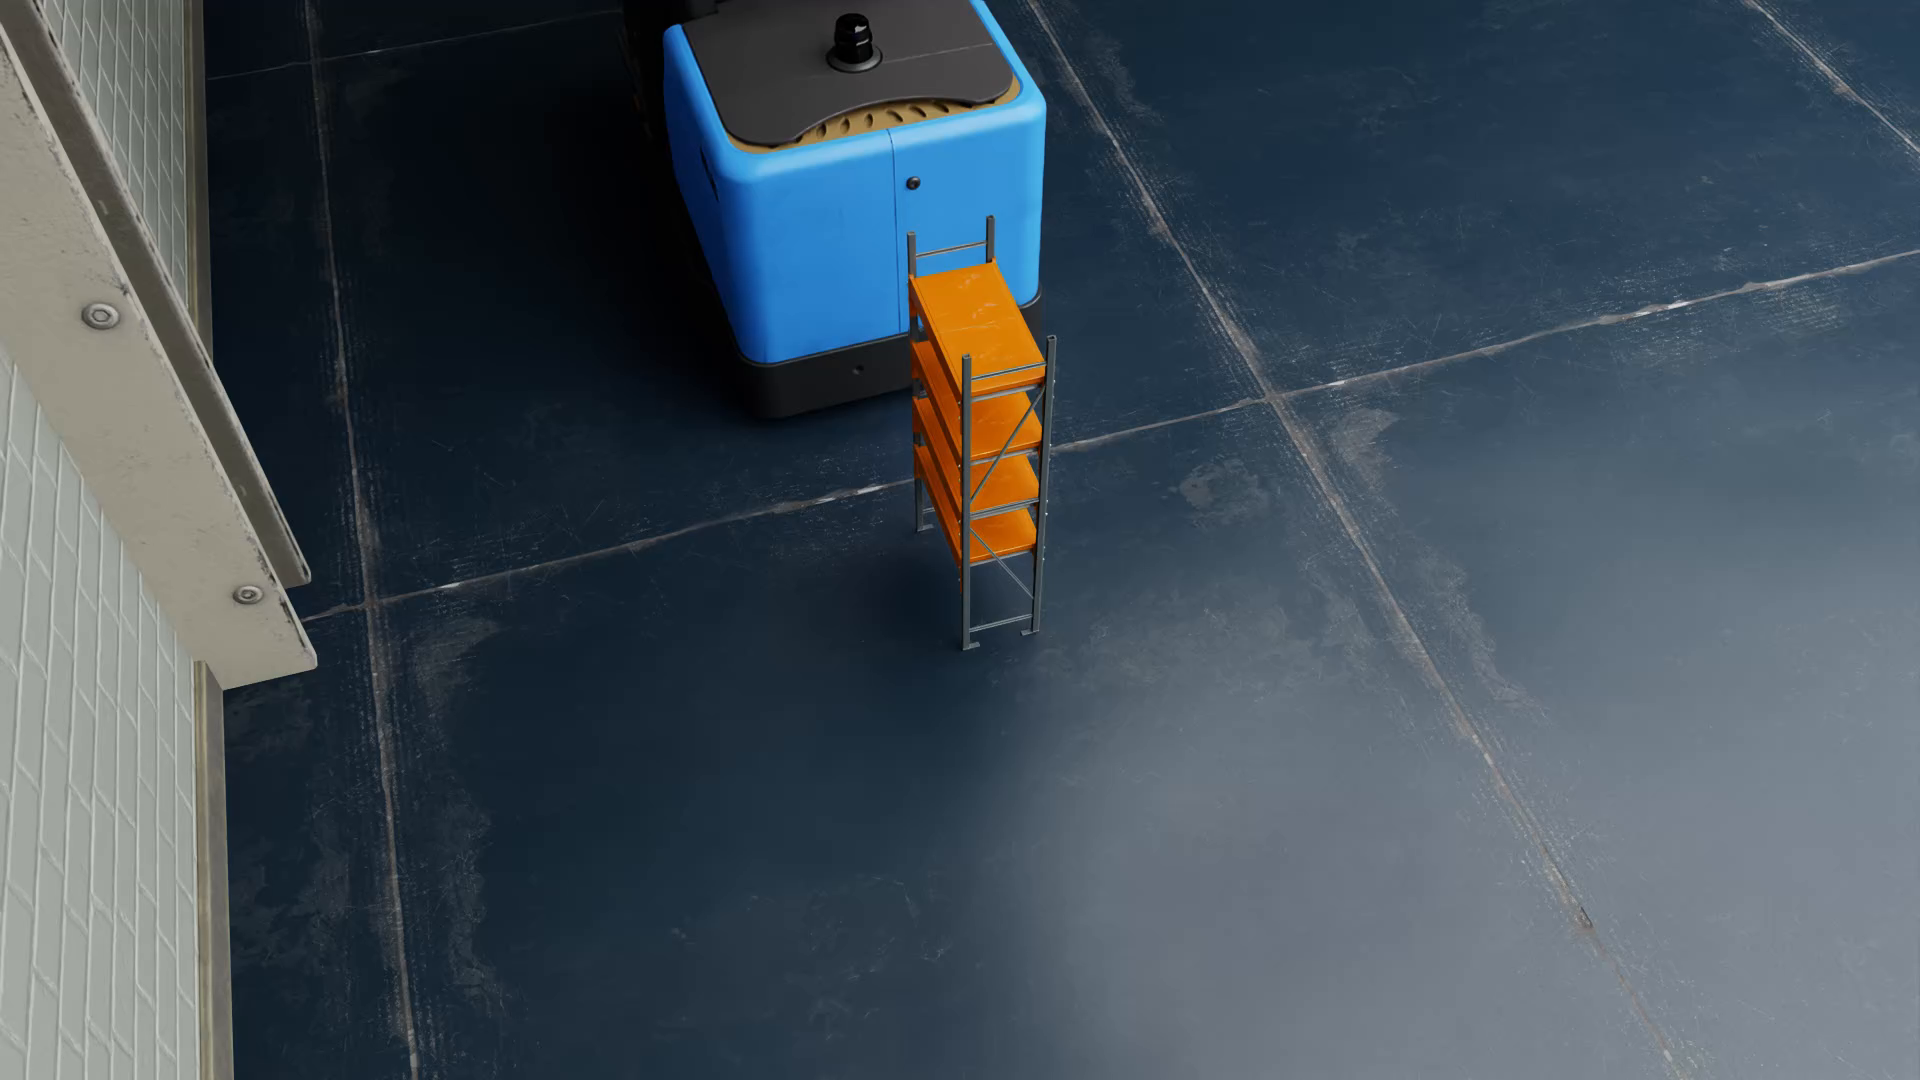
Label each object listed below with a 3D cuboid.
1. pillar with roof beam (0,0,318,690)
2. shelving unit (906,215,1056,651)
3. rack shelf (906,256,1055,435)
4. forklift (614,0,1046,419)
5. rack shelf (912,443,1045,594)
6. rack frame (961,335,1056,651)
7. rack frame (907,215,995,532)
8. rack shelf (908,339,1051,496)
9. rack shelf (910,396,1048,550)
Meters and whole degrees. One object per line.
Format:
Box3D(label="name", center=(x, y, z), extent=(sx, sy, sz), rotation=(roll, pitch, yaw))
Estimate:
Box3D(label="pillar with roof beam", center=(2.001, -3.605, 2.403), extent=(9.100, 9.000, 0.400), rotation=(-13, 51, -11))
Box3D(label="shelving unit", center=(0.049, -0.266, 4.689), extent=(0.258, 1.200, 0.503), rotation=(-13, 51, -11))
Box3D(label="rack shelf", center=(0.049, -0.519, 4.389), extent=(0.258, 0.148, 0.480), rotation=(-13, 51, -11))
Box3D(label="forklift", center=(-0.683, -2.501, 5.442), extent=(1.130, 2.935, 3.031), rotation=(-15, 51, -12))
Box3D(label="rack shelf", center=(0.049, -0.094, 4.893), extent=(0.258, 0.148, 0.480), rotation=(-13, 51, -11))
Box3D(label="rack frame", center=(0.121, -0.088, 4.539), extent=(0.240, 1.200, 0.015), rotation=(-13, 51, -11))
Box3D(label="rack frame", center=(-0.023, -0.444, 4.840), extent=(0.240, 1.200, 0.015), rotation=(-13, 51, -11))
Box3D(label="rack shelf", center=(0.049, -0.367, 4.570), extent=(0.258, 0.148, 0.480), rotation=(-13, 51, -11))
Box3D(label="rack shelf", center=(0.049, -0.222, 4.741), extent=(0.258, 0.148, 0.480), rotation=(-13, 51, -11))
